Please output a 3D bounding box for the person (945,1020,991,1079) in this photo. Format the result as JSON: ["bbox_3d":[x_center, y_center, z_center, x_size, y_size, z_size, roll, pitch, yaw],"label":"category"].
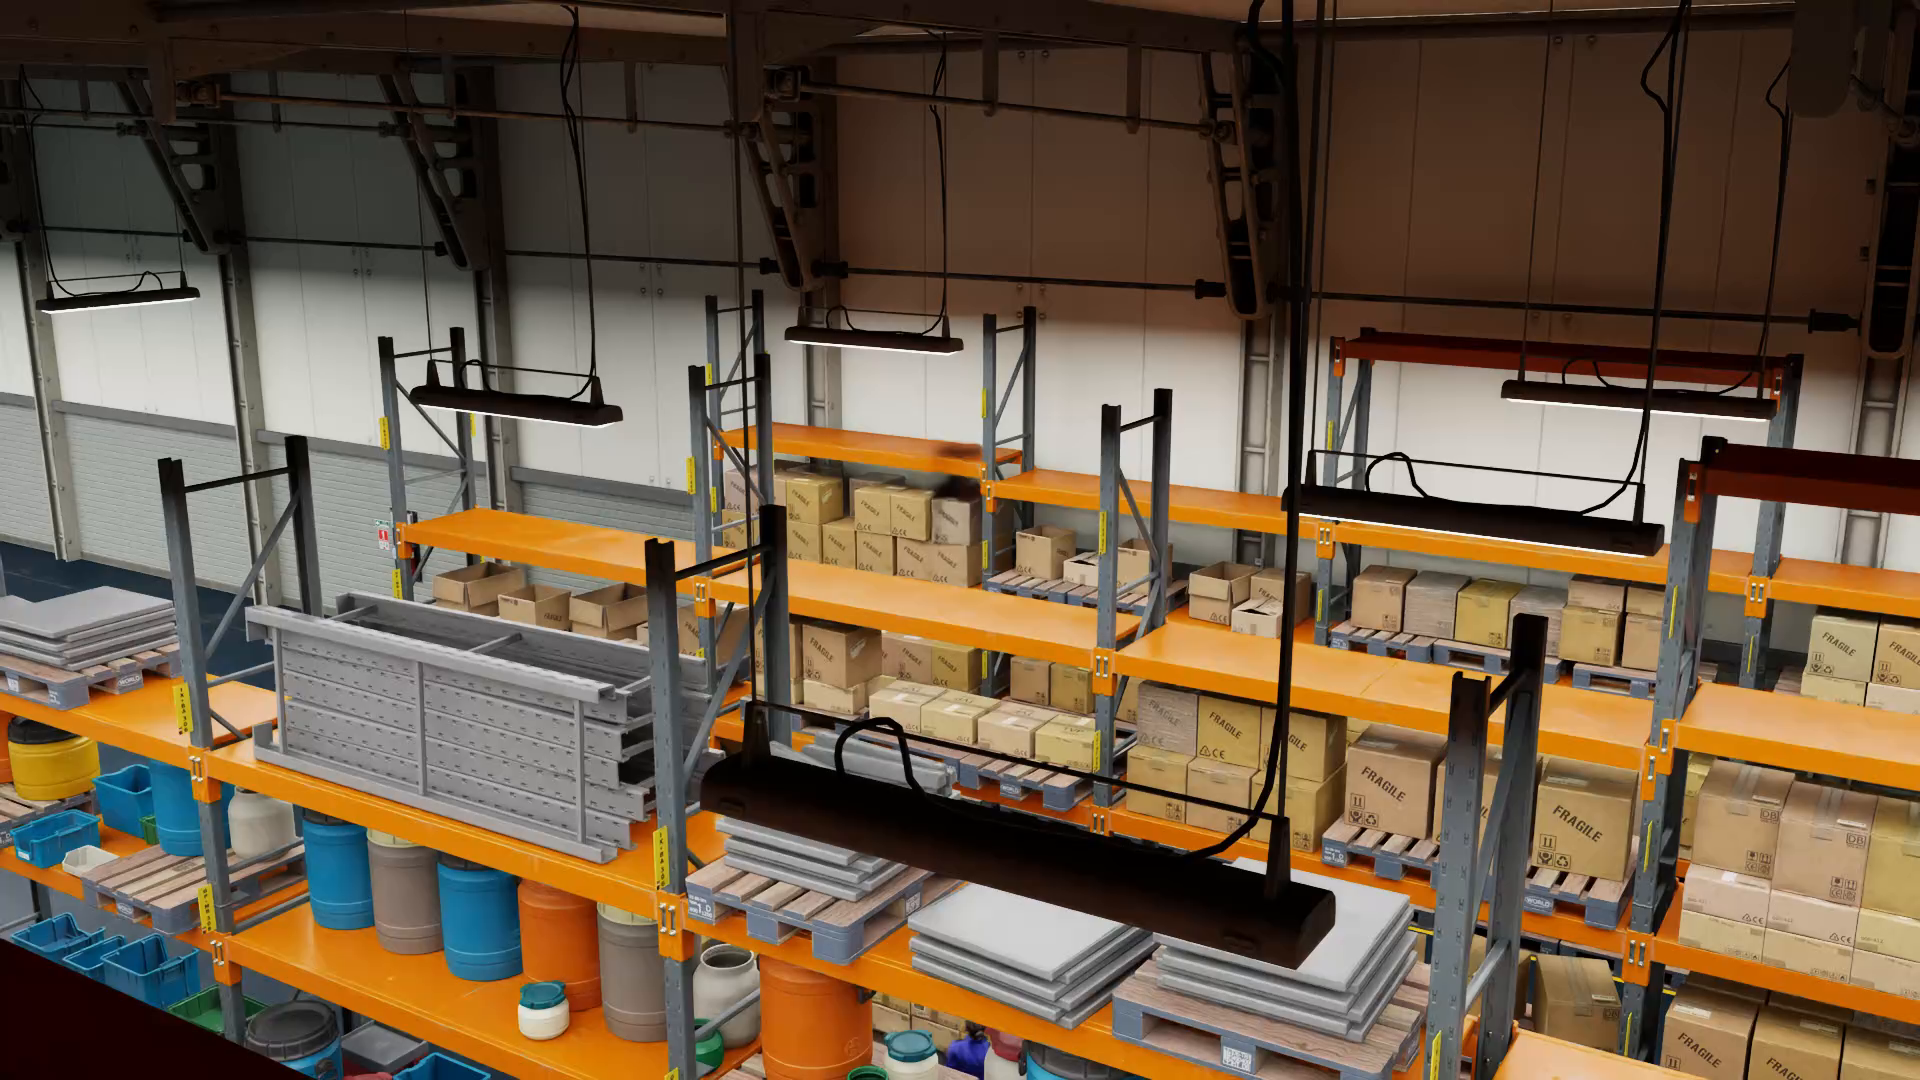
[{"bbox_3d":[0.092,4.273,12.522,0.505,1.648,0.338,5,15,21],"label":"person"}]
